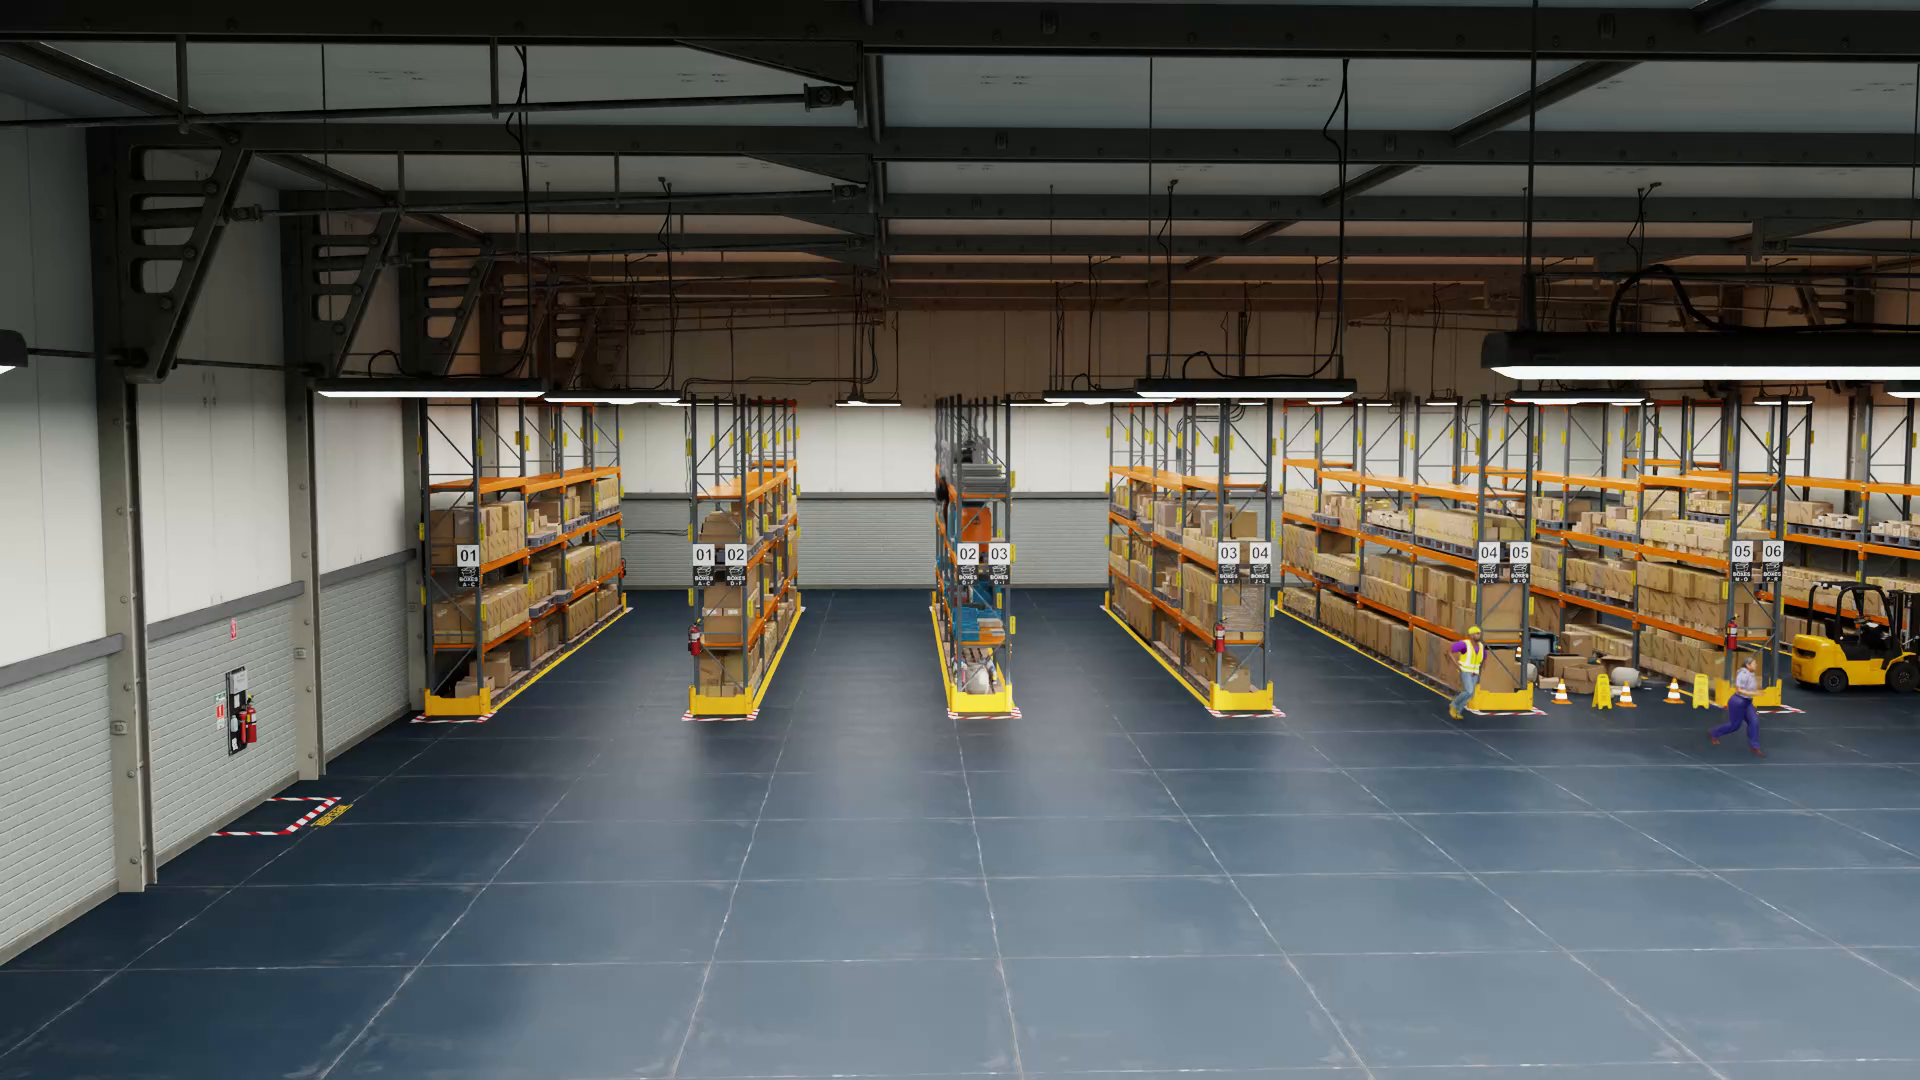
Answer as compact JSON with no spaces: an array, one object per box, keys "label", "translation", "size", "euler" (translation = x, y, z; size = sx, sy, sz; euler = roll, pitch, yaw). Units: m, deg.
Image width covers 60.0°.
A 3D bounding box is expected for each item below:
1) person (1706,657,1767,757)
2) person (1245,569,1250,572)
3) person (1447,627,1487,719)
[{"label":"person","translation":[12.938,2.755,27.652],"size":[0.948,1.666,0.638],"euler":[4,6,41]},{"label":"person","translation":[7.948,1.251,46.960],"size":[0.547,1.557,0.560],"euler":[0,4,-1]},{"label":"person","translation":[9.419,2.451,30.668],"size":[0.725,1.713,0.559],"euler":[-2,5,-25]}]
